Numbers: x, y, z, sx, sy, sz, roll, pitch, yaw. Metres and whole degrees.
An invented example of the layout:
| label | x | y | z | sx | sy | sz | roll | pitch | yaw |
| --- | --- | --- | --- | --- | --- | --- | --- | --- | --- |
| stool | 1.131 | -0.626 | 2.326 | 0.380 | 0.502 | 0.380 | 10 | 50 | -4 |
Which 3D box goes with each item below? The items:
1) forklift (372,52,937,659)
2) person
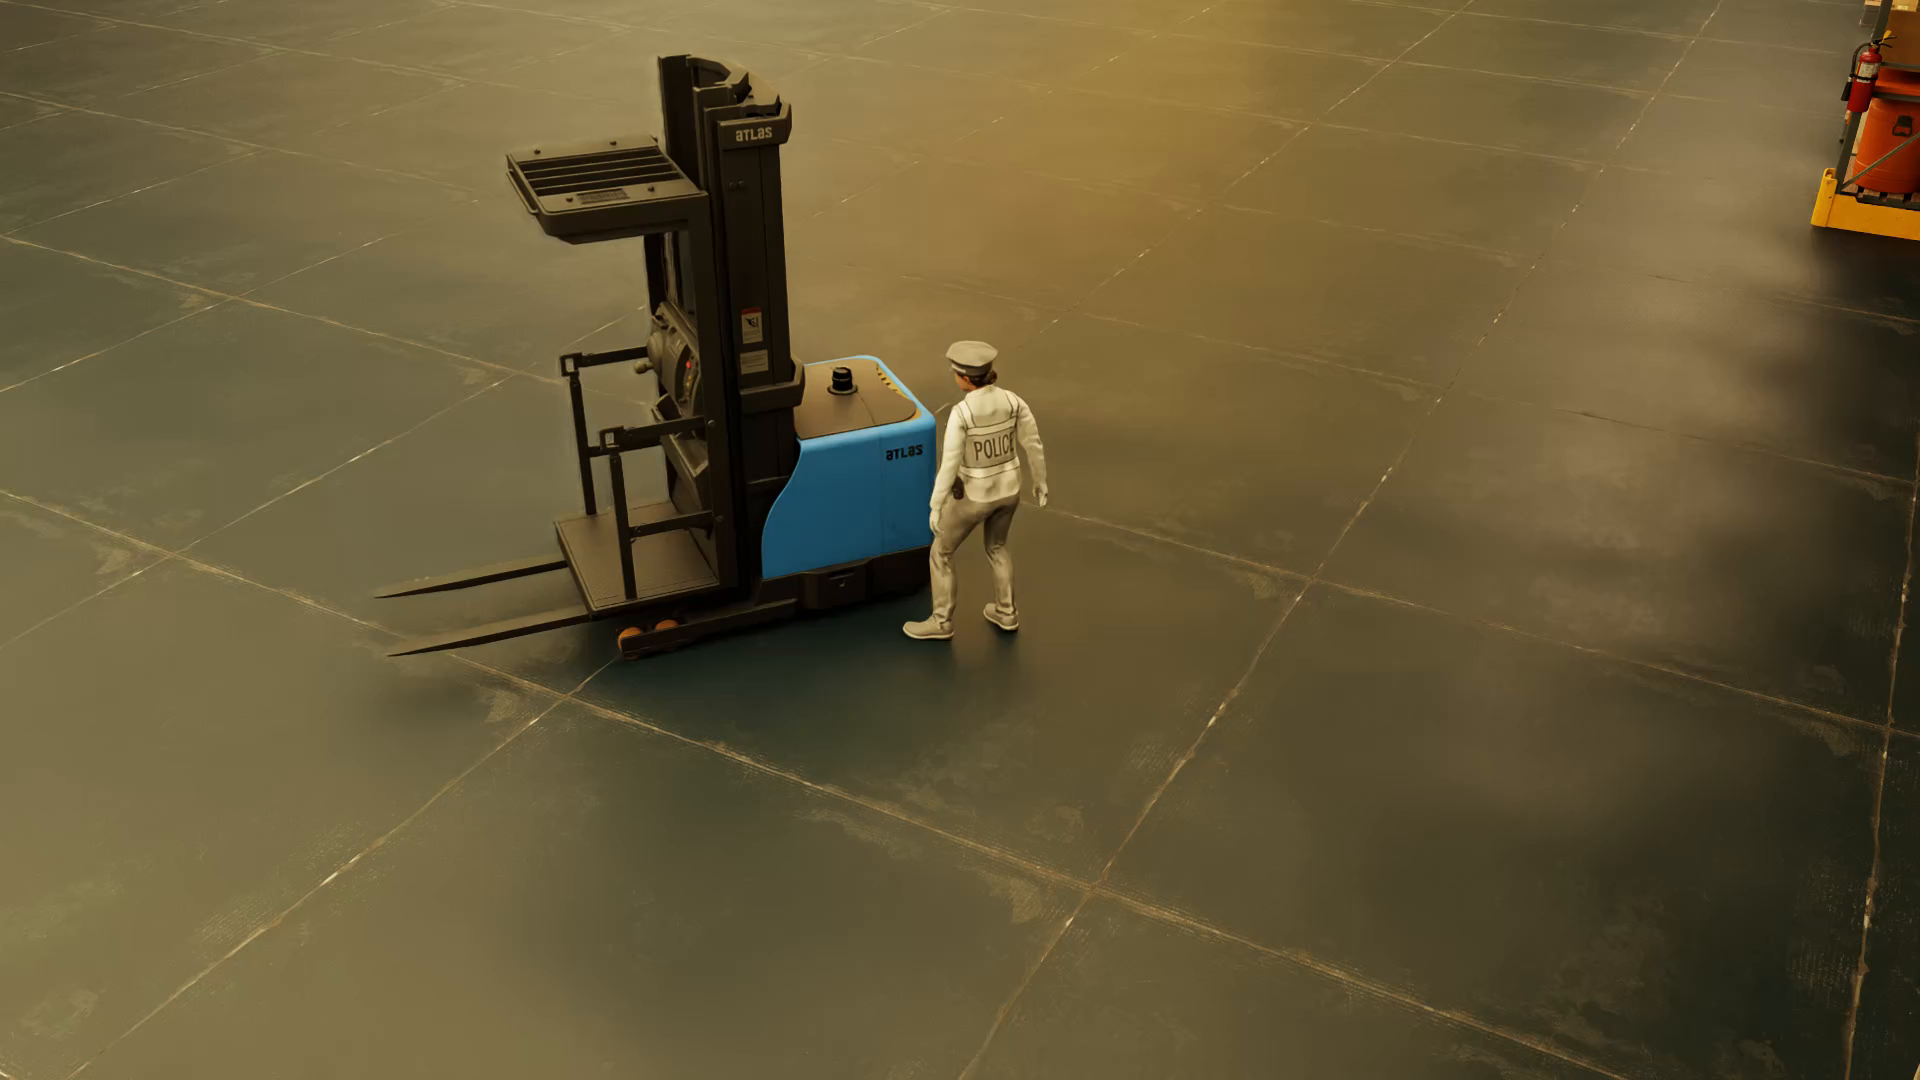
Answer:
| label | x | y | z | sx | sy | sz | roll | pitch | yaw |
| --- | --- | --- | --- | --- | --- | --- | --- | --- | --- |
| forklift | -1.680 | -0.933 | 8.687 | 3.031 | 2.935 | 1.130 | -12 | 32 | -20 |
| person | 0.090 | -0.241 | 8.797 | 0.788 | 1.639 | 0.382 | -18 | 35 | -29 |
